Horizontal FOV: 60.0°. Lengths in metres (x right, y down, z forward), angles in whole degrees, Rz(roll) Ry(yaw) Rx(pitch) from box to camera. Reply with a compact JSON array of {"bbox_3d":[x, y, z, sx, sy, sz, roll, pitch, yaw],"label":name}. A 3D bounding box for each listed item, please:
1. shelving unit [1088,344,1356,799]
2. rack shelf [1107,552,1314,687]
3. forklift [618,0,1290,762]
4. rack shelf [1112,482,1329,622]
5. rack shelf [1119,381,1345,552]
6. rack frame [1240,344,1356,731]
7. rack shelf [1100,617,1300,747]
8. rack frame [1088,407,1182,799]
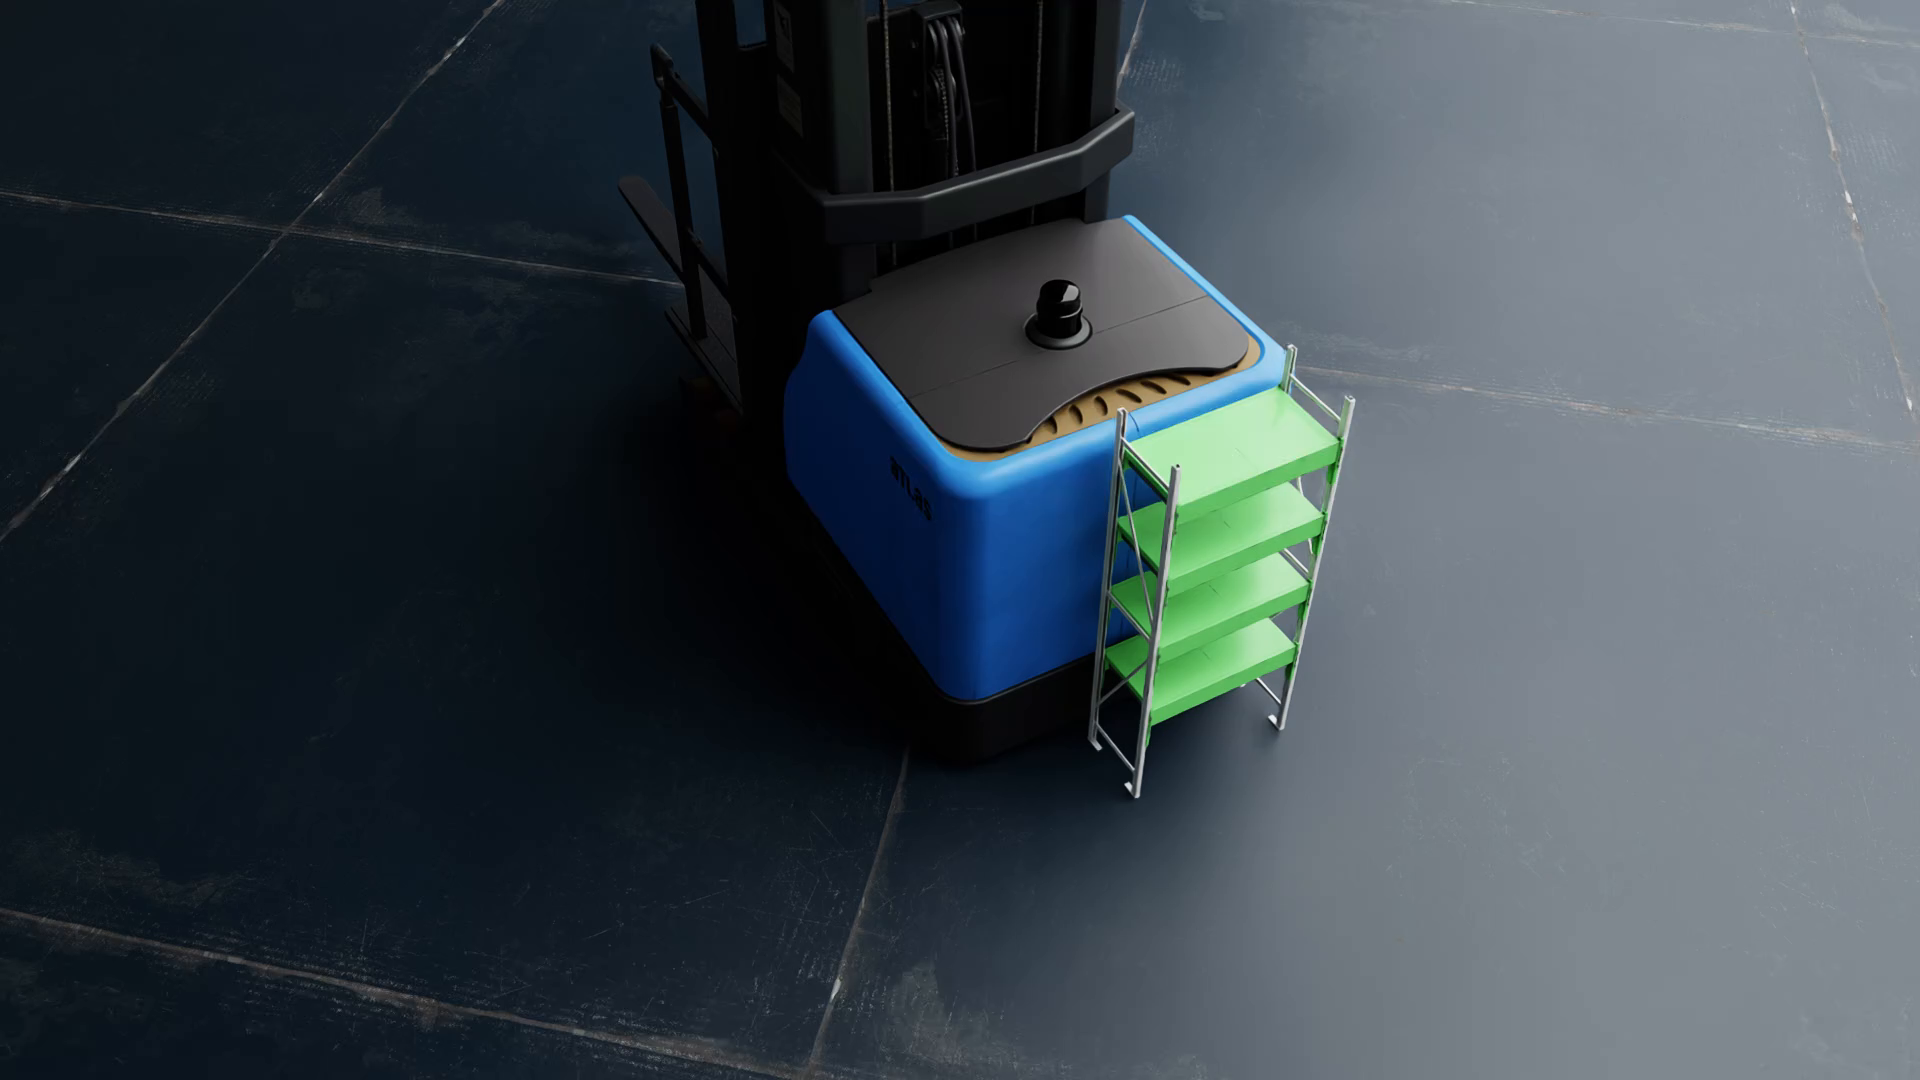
[{"bbox_3d":[0.638,0.116,4.263,0.503,1.200,0.258,-21,48,-21],"label":"shelving unit"},{"bbox_3d":[0.638,0.162,4.307,0.480,0.148,0.258,-21,48,-21],"label":"rack shelf"},{"bbox_3d":[-0.289,-1.470,4.663,1.130,2.935,3.031,-21,48,-20],"label":"forklift"},{"bbox_3d":[0.639,-0.010,4.140,0.480,0.148,0.258,-21,48,-21],"label":"rack shelf"},{"bbox_3d":[0.640,-0.182,3.972,0.480,0.148,0.258,-21,48,-21],"label":"rack shelf"},{"bbox_3d":[0.851,0.033,4.349,0.015,1.200,0.240,-21,48,-21],"label":"rack frame"},{"bbox_3d":[0.637,0.334,4.475,0.480,0.148,0.258,-21,48,-21],"label":"rack shelf"},{"bbox_3d":[0.425,0.199,4.177,0.015,1.200,0.240,-21,48,-21],"label":"rack frame"}]
